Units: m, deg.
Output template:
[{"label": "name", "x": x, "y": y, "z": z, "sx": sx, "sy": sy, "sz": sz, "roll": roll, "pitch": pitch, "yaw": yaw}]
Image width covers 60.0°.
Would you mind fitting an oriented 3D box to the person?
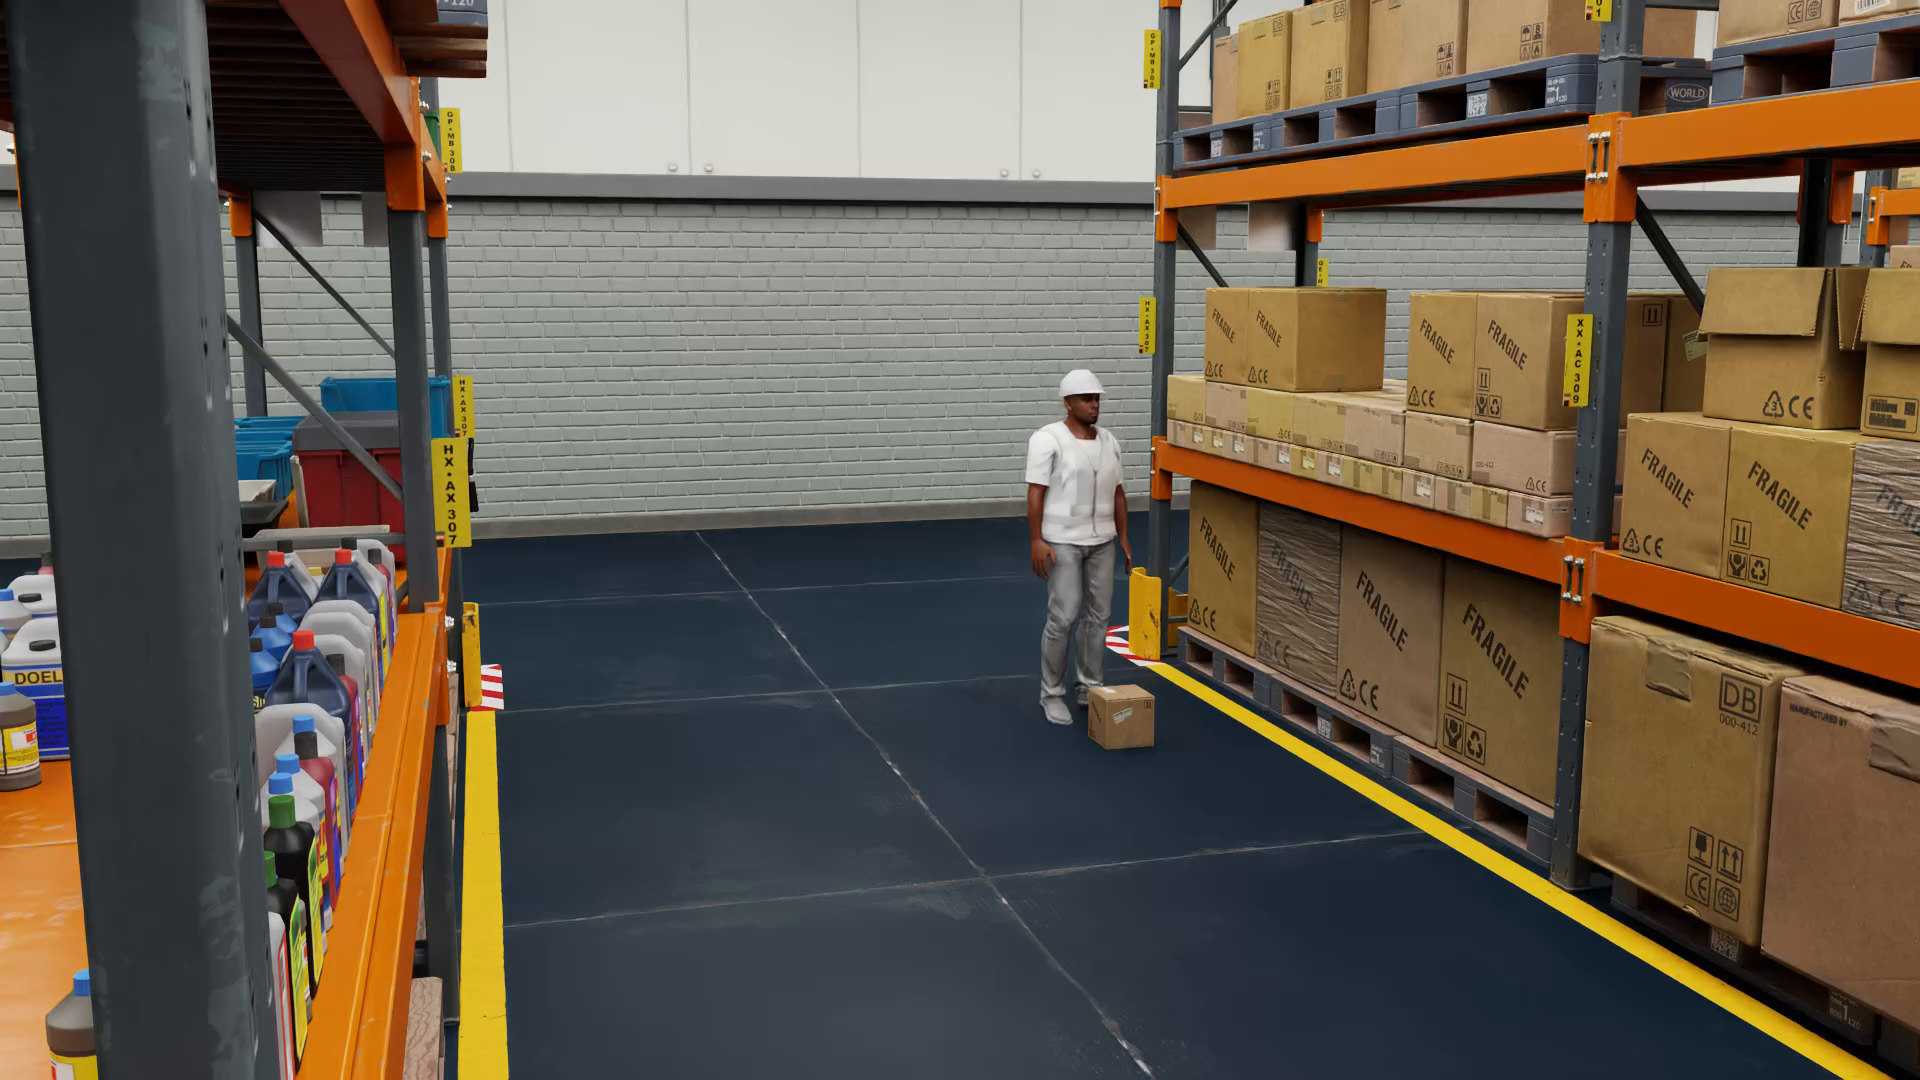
[{"label": "person", "x": 0.631, "y": 0.028, "z": 8.566, "sx": 0.616, "sy": 1.797, "sz": 0.420, "roll": -6, "pitch": 11, "yaw": -33}]
